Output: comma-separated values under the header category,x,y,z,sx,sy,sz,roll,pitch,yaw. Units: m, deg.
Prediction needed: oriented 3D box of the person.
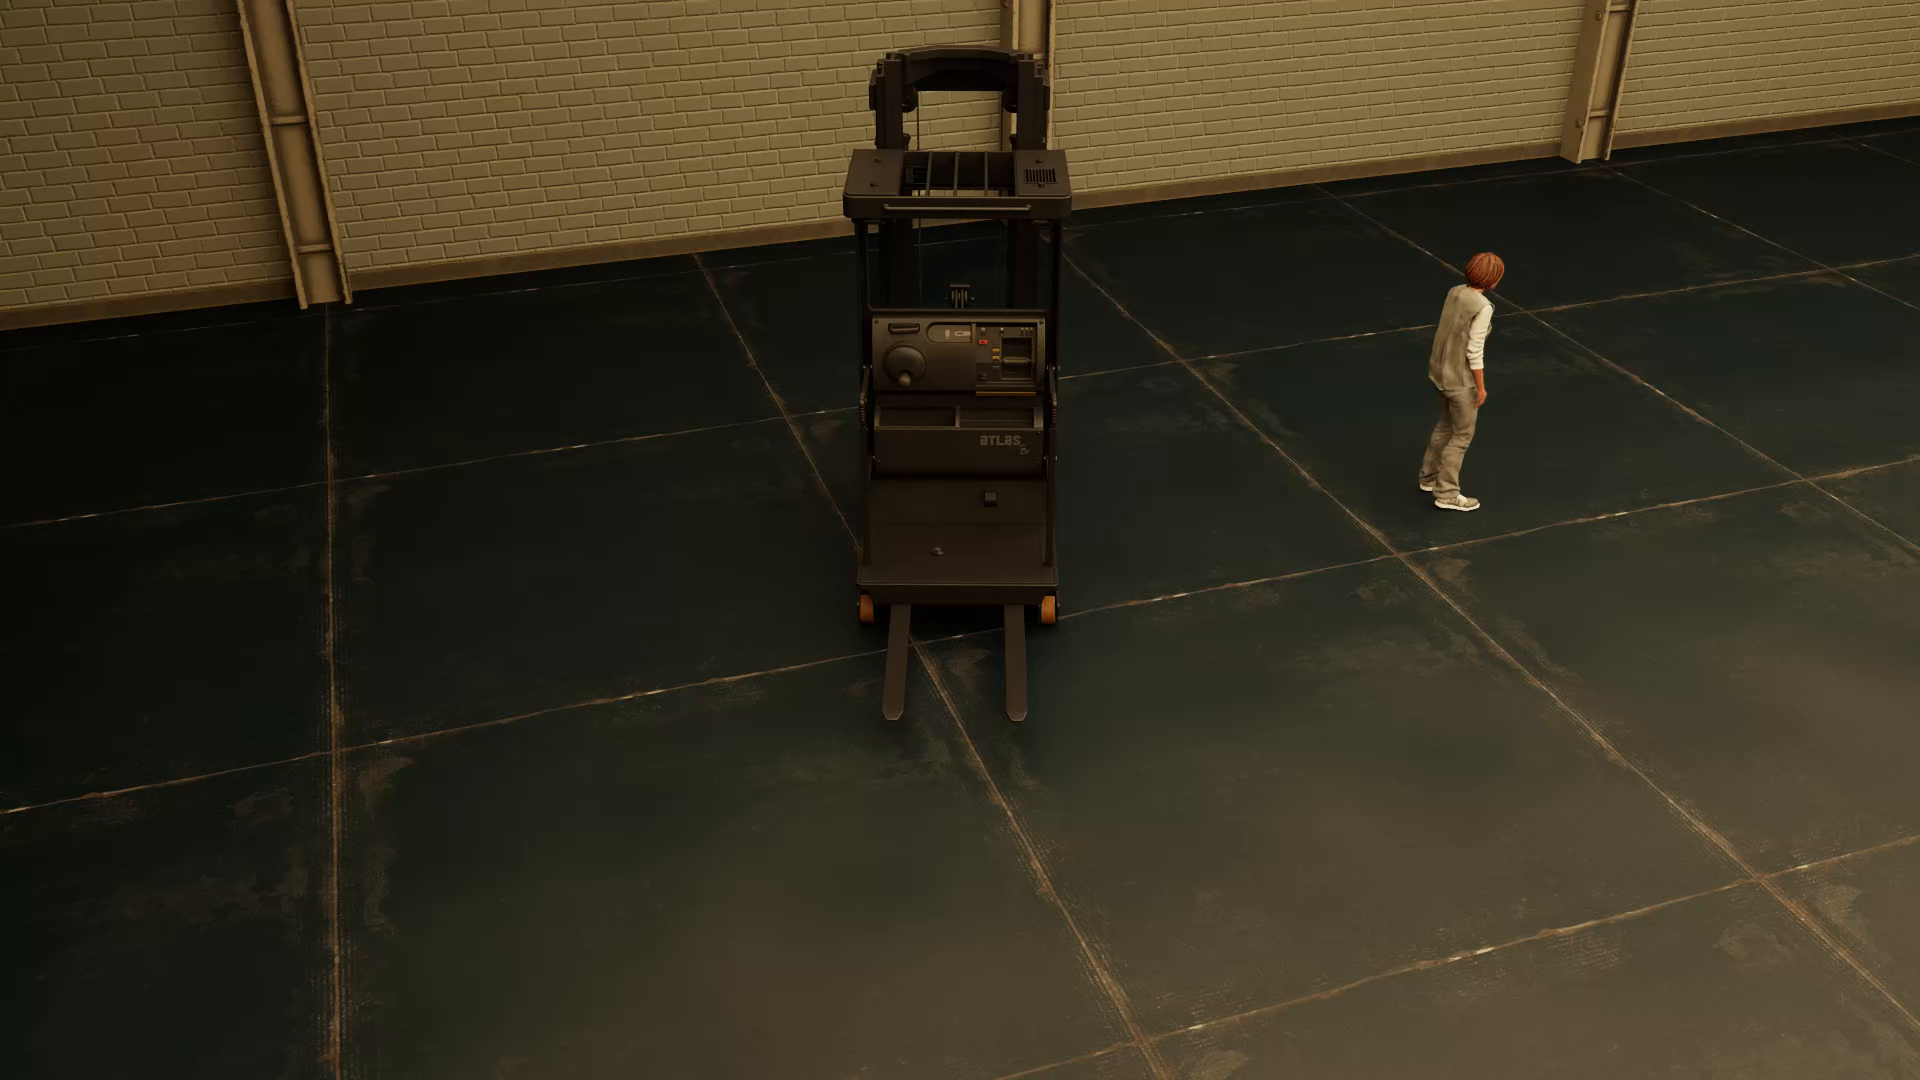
category,x,y,z,sx,sy,sz,roll,pitch,yaw
person,3.039,-0.975,10.123,0.340,1.594,0.485,-6,30,-10

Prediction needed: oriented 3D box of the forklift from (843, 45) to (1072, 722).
category,x,y,z,sx,sy,sz,roll,pitch,yaw
forklift,-0.008,-0.958,8.753,1.130,2.935,3.031,0,30,1
